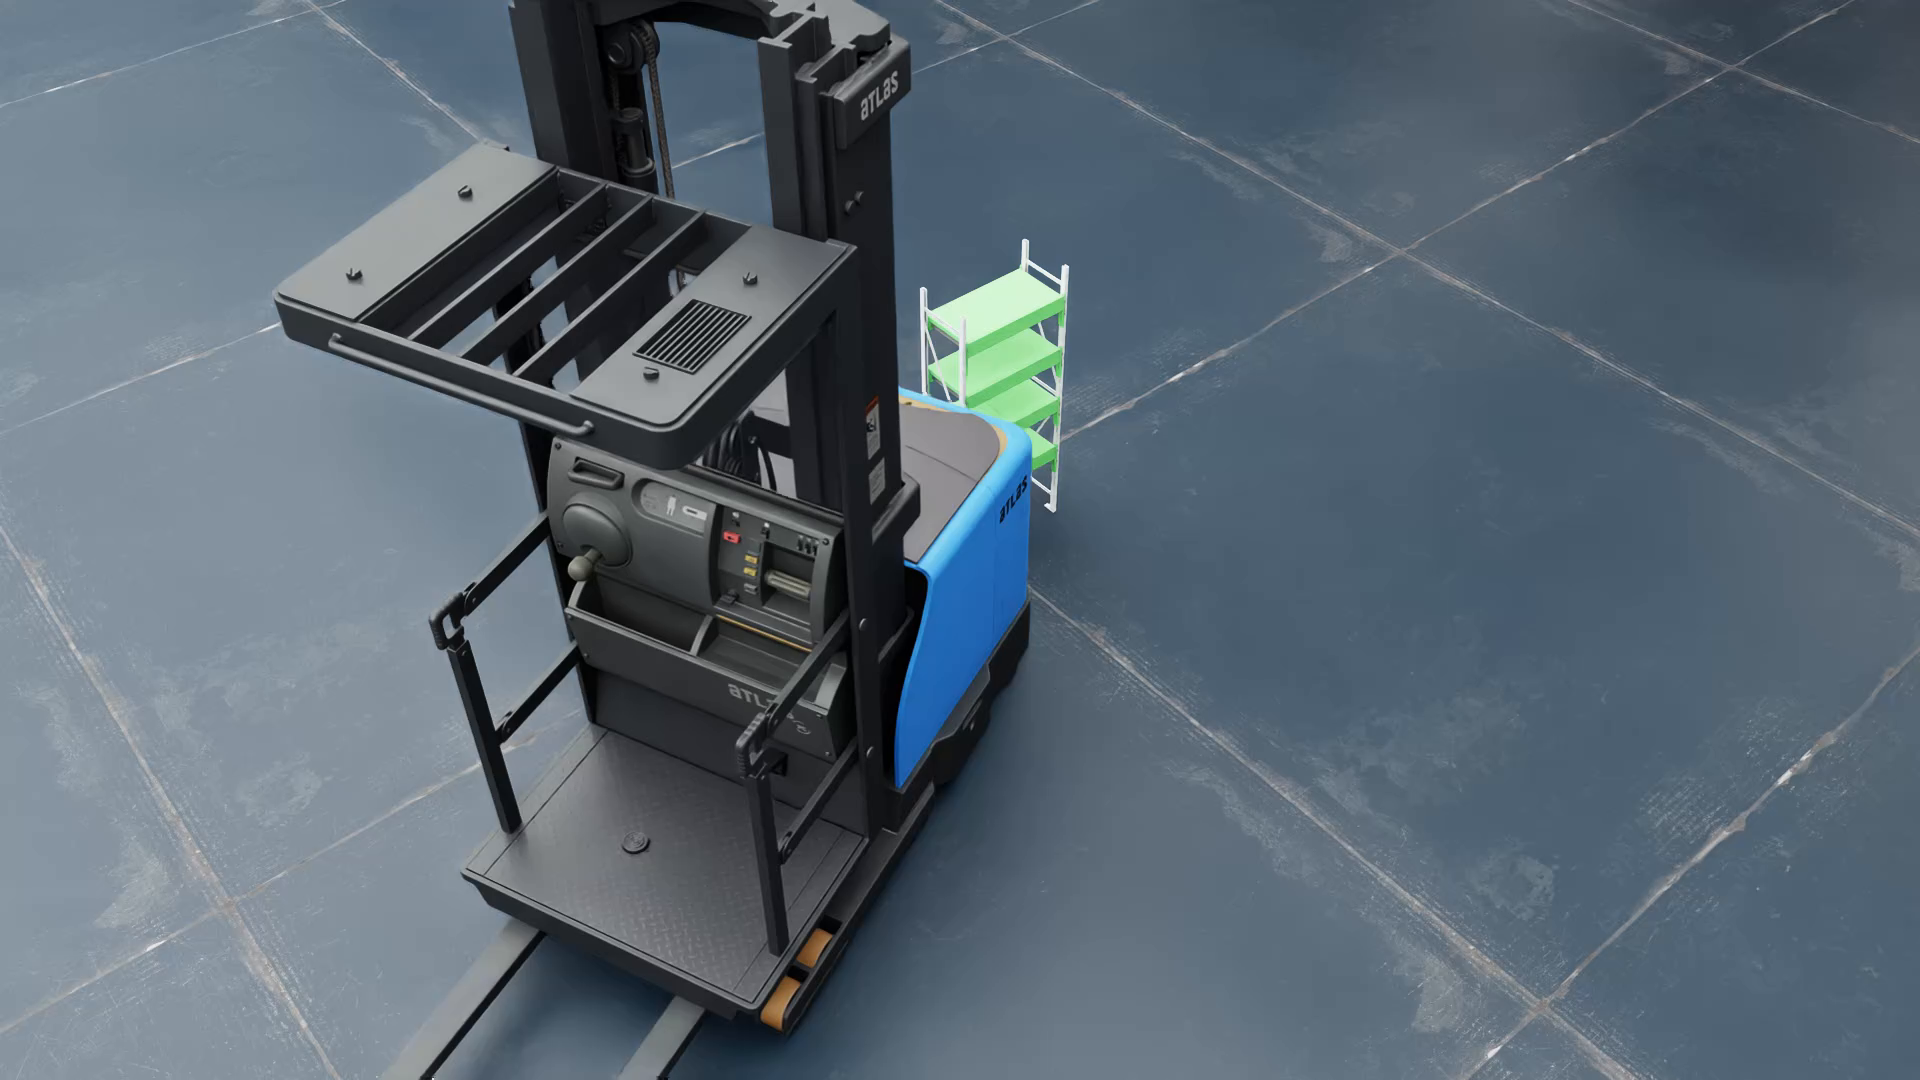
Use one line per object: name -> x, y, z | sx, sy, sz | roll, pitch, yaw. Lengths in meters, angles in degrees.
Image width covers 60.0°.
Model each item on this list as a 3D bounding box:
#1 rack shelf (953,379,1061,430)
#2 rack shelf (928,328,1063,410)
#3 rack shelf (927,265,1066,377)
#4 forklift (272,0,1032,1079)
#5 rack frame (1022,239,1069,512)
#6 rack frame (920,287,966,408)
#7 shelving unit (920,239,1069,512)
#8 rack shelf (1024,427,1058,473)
rack shelf -> 0.127, -0.463, 6.460 | 0.480, 0.148, 0.258 | -30, 51, -28
rack shelf -> 0.127, -0.638, 6.296 | 0.480, 0.148, 0.258 | -30, 51, -28
rack shelf -> 0.127, -0.813, 6.132 | 0.480, 0.148, 0.258 | -30, 51, -28
forklift -> -0.857, 0.090, 4.513 | 1.130, 2.935, 3.031 | 19, 46, 19
rack frame -> 0.314, -0.617, 6.531 | 0.015, 1.200, 0.240 | -30, 51, -28
rack frame -> -0.060, -0.403, 6.303 | 0.015, 1.200, 0.240 | -30, 51, -28
shelving unit -> 0.127, -0.510, 6.417 | 0.503, 1.200, 0.258 | -30, 51, -28
rack shelf -> 0.127, -0.289, 6.625 | 0.480, 0.148, 0.258 | -30, 51, -28
